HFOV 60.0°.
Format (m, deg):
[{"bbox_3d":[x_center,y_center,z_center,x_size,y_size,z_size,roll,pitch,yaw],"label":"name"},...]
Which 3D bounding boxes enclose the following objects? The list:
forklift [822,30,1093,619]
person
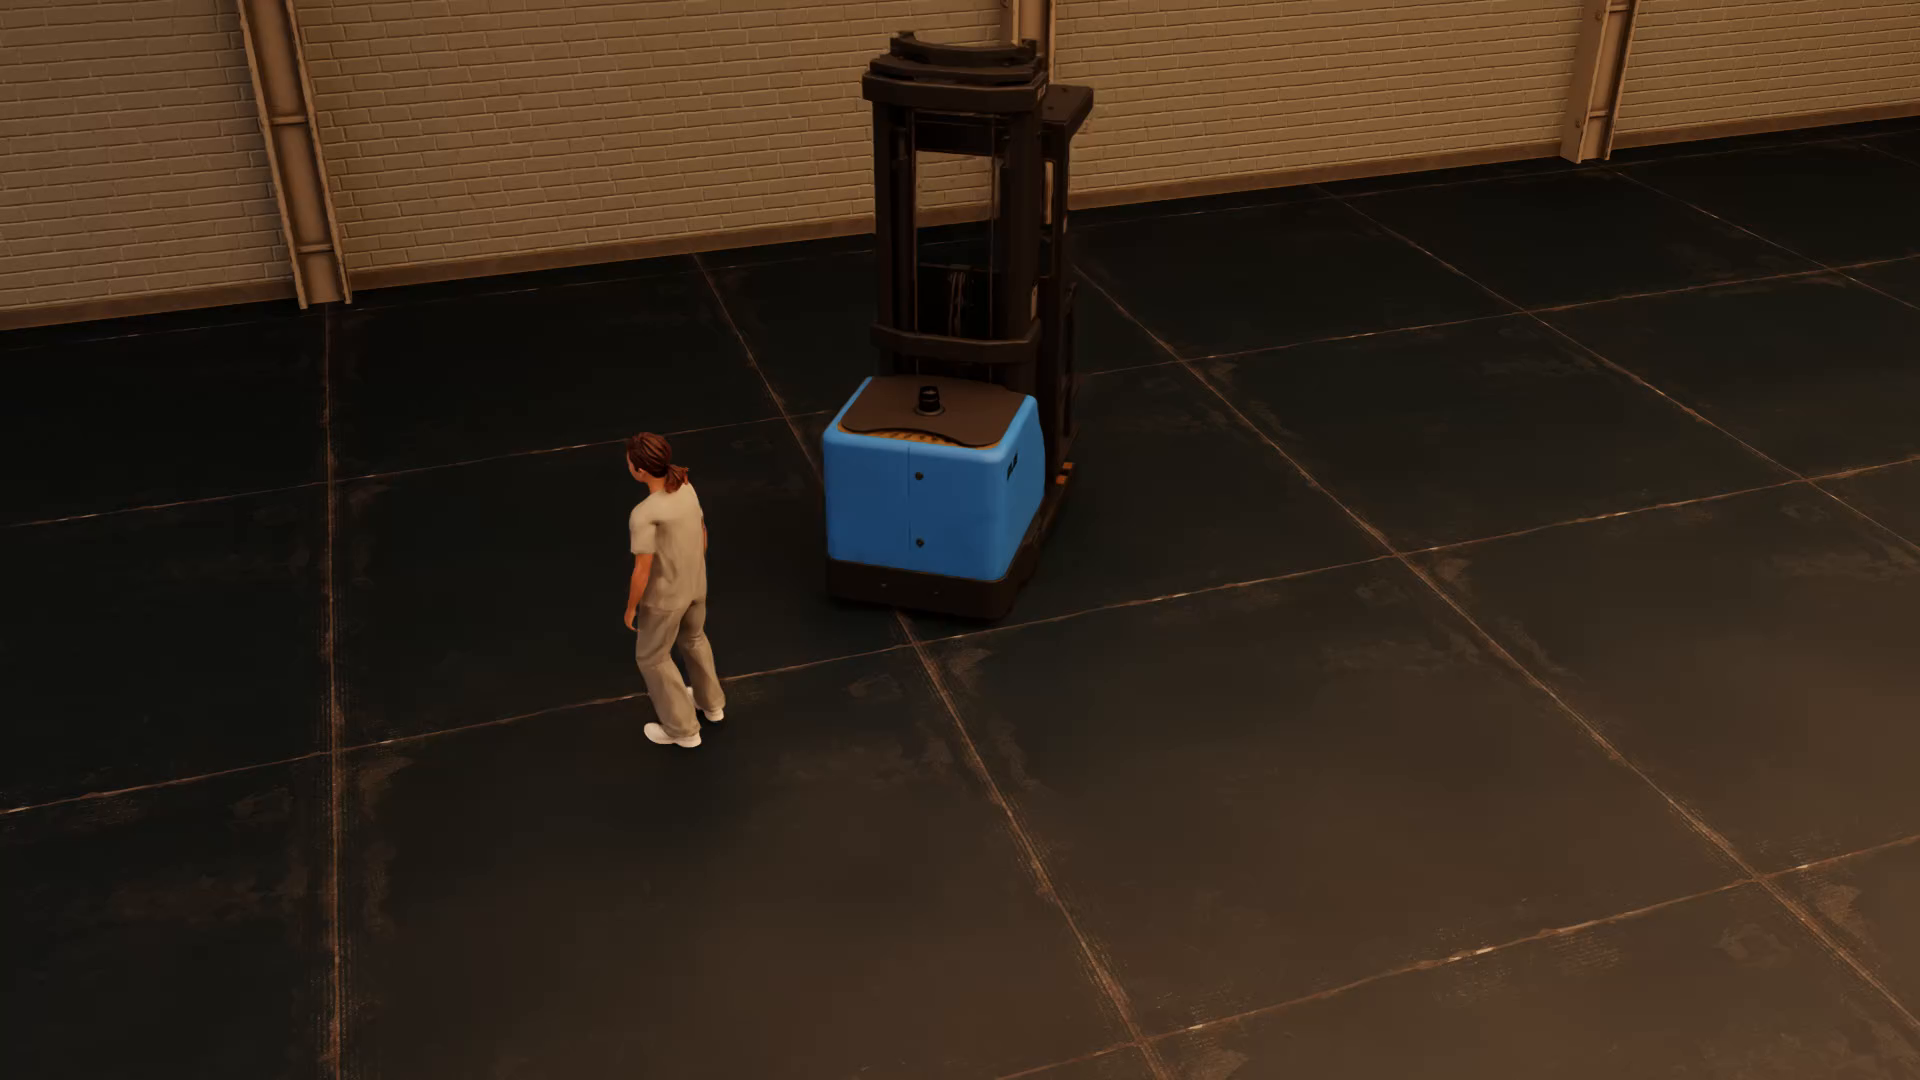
[{"bbox_3d":[0.127,-1.556,9.792,1.130,2.935,3.031,8,31,13],"label":"forklift"},{"bbox_3d":[-1.388,0.239,7.954,0.352,1.658,0.543,16,33,25],"label":"person"}]
